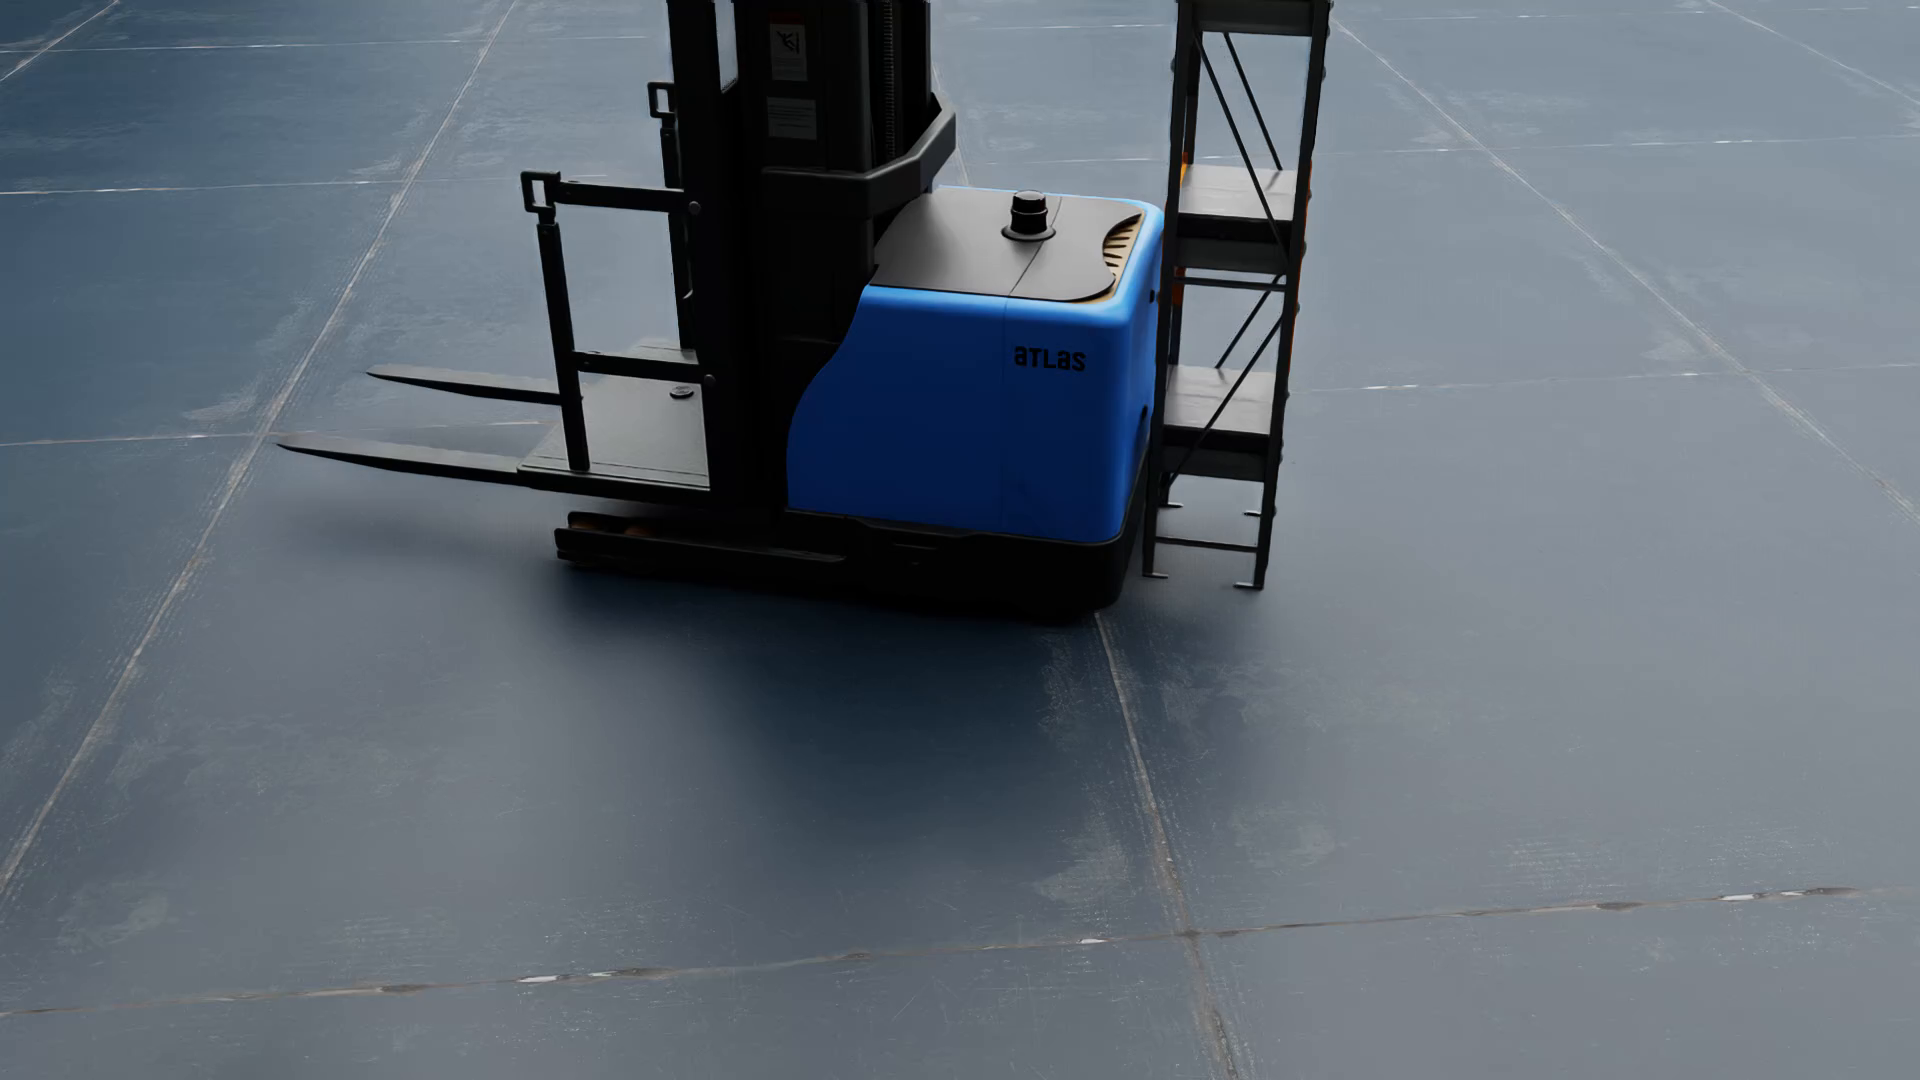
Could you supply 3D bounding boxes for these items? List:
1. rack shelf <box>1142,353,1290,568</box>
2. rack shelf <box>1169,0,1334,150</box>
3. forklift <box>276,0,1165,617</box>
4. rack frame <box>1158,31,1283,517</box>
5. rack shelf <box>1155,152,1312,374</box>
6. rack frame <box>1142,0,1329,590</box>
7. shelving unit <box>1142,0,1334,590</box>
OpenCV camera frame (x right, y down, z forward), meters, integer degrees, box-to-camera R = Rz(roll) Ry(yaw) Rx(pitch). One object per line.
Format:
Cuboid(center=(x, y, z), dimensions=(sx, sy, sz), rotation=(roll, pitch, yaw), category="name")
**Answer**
Cuboid(center=(0.855, -0.271, 5.548), dimensions=(0.431, 0.518, 0.480), rotation=(6, 31, 10), category="rack shelf")
Cuboid(center=(0.855, -1.473, 4.830), dimensions=(0.431, 0.518, 0.480), rotation=(6, 31, 10), category="rack shelf")
Cuboid(center=(-0.873, -1.400, 5.235), dimensions=(3.031, 2.935, 1.130), rotation=(7, 32, 11), category="forklift")
Cuboid(center=(0.907, -1.006, 5.386), dimensions=(0.400, 2.100, 0.015), rotation=(6, 31, 10), category="rack frame")
Cuboid(center=(0.855, -0.872, 5.189), dimensions=(0.431, 0.518, 0.480), rotation=(6, 31, 10), category="rack shelf")
Cuboid(center=(0.804, -0.761, 4.977), dimensions=(0.400, 2.100, 0.015), rotation=(6, 31, 10), category="rack frame")
Cuboid(center=(0.855, -0.884, 5.182), dimensions=(0.431, 2.100, 0.503), rotation=(6, 31, 10), category="shelving unit")
